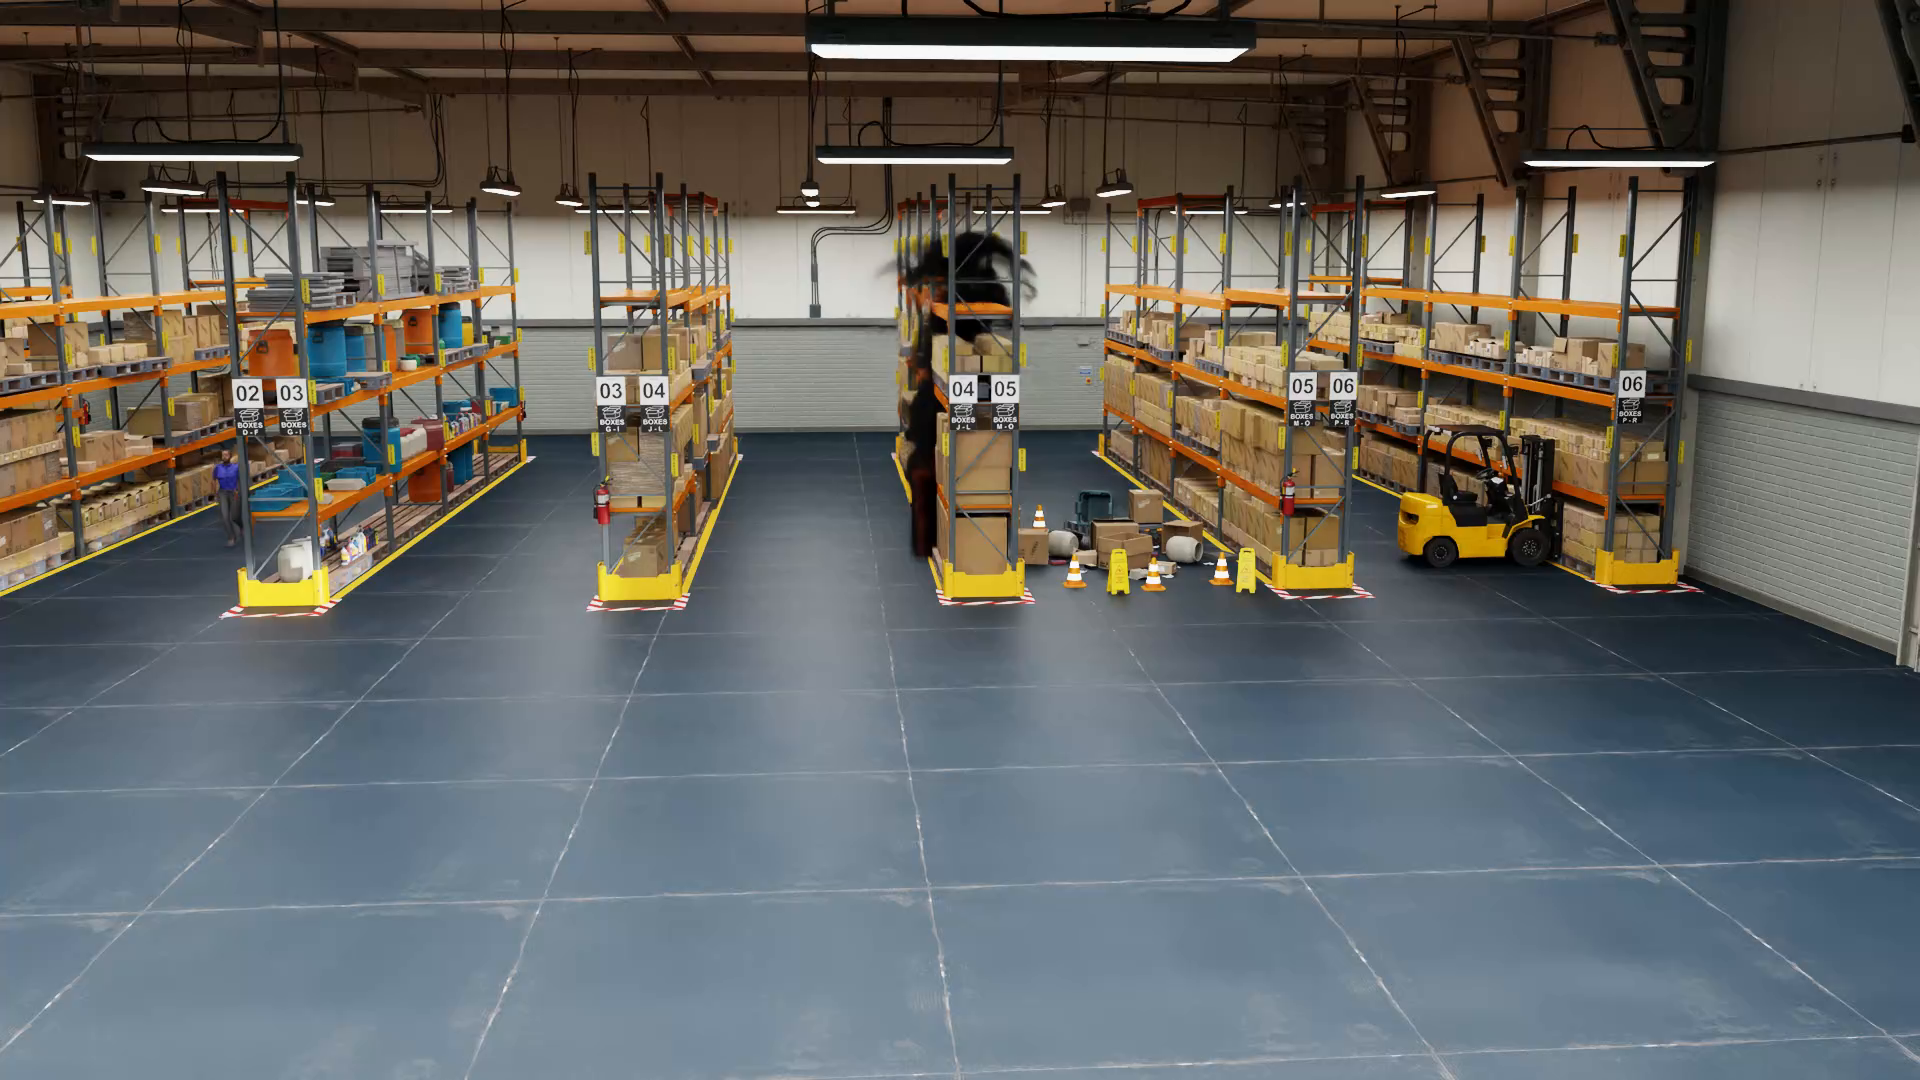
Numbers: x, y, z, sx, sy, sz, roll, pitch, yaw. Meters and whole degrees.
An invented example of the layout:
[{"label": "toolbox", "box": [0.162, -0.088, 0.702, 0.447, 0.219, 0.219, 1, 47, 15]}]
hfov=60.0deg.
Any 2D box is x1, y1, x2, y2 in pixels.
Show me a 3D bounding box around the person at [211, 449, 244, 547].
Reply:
[{"label": "person", "box": [-12.391, -0.731, 28.210, 0.586, 1.631, 0.562, -1, 10, -8]}]
